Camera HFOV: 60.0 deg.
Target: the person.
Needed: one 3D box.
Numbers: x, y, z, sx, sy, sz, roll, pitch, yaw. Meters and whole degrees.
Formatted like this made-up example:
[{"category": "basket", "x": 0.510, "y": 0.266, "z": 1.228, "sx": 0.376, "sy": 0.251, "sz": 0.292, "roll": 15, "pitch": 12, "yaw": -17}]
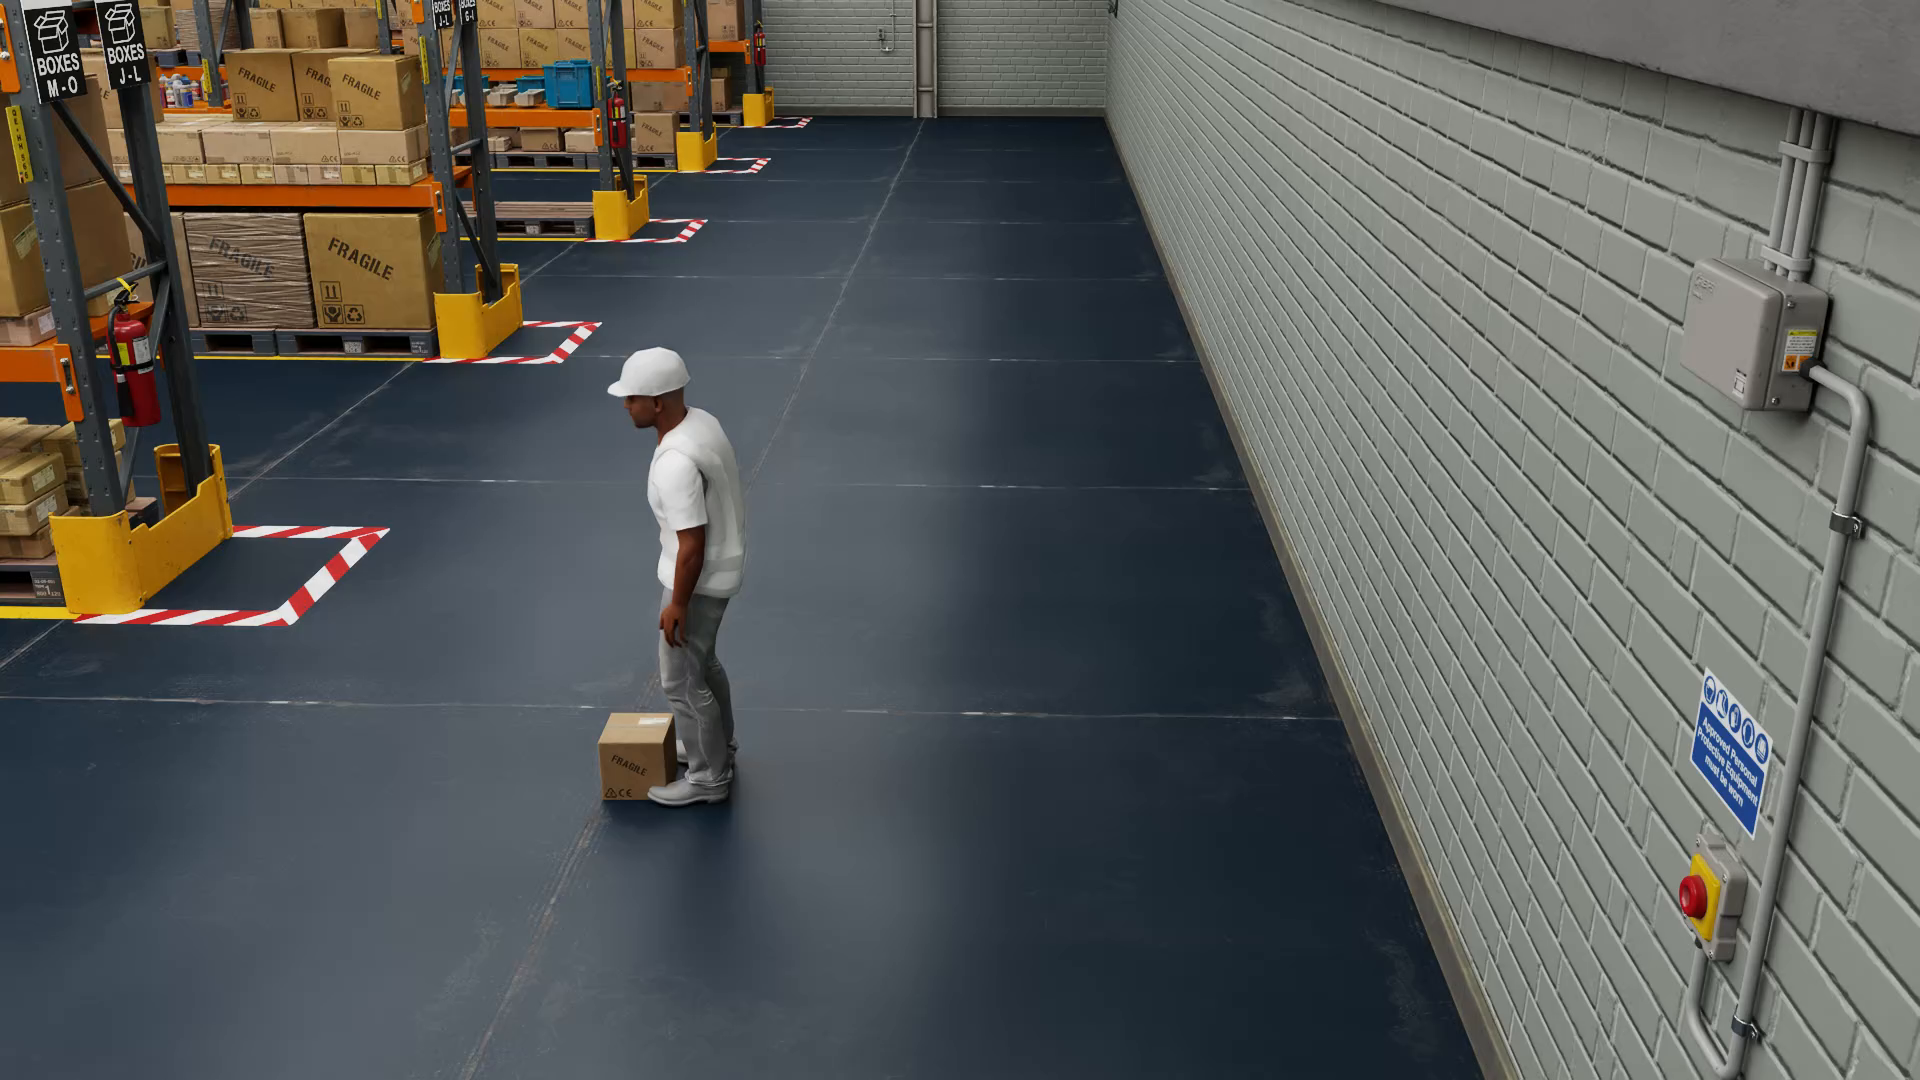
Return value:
[{"category": "person", "x": -1.020, "y": 0.136, "z": 6.195, "sx": 0.461, "sy": 1.759, "sz": 0.629, "roll": 0, "pitch": 21, "yaw": -1}]
